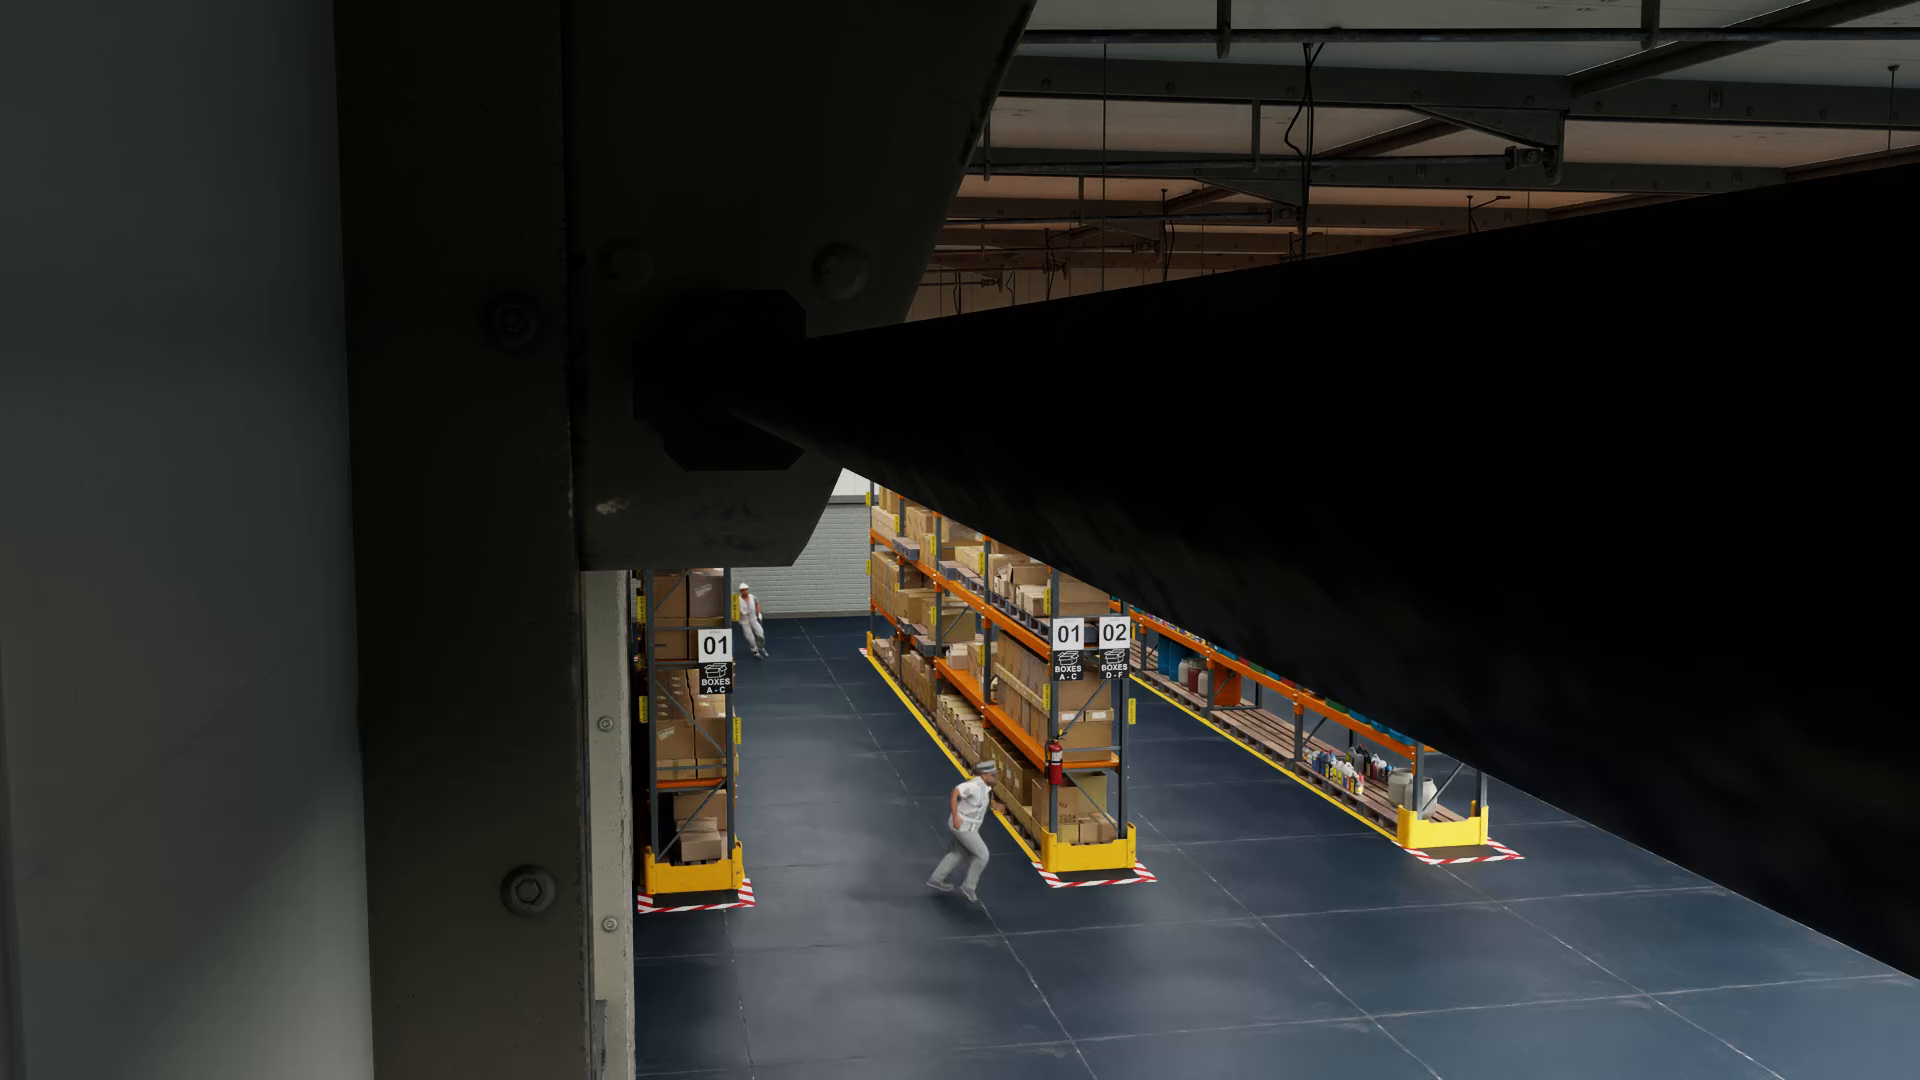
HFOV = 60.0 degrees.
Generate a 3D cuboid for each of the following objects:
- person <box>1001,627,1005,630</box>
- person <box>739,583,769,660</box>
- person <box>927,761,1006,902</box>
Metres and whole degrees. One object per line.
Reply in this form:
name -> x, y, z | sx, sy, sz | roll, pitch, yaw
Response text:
person -> 1.066, 1.704, 36.335 | 0.580, 1.739, 0.790 | -1, 6, -11
person -> -4.474, 1.755, 35.631 | 0.814, 1.692, 0.568 | -3, 7, -24
person -> 0.066, 3.475, 19.762 | 0.955, 1.760, 0.682 | 1, 6, 11
